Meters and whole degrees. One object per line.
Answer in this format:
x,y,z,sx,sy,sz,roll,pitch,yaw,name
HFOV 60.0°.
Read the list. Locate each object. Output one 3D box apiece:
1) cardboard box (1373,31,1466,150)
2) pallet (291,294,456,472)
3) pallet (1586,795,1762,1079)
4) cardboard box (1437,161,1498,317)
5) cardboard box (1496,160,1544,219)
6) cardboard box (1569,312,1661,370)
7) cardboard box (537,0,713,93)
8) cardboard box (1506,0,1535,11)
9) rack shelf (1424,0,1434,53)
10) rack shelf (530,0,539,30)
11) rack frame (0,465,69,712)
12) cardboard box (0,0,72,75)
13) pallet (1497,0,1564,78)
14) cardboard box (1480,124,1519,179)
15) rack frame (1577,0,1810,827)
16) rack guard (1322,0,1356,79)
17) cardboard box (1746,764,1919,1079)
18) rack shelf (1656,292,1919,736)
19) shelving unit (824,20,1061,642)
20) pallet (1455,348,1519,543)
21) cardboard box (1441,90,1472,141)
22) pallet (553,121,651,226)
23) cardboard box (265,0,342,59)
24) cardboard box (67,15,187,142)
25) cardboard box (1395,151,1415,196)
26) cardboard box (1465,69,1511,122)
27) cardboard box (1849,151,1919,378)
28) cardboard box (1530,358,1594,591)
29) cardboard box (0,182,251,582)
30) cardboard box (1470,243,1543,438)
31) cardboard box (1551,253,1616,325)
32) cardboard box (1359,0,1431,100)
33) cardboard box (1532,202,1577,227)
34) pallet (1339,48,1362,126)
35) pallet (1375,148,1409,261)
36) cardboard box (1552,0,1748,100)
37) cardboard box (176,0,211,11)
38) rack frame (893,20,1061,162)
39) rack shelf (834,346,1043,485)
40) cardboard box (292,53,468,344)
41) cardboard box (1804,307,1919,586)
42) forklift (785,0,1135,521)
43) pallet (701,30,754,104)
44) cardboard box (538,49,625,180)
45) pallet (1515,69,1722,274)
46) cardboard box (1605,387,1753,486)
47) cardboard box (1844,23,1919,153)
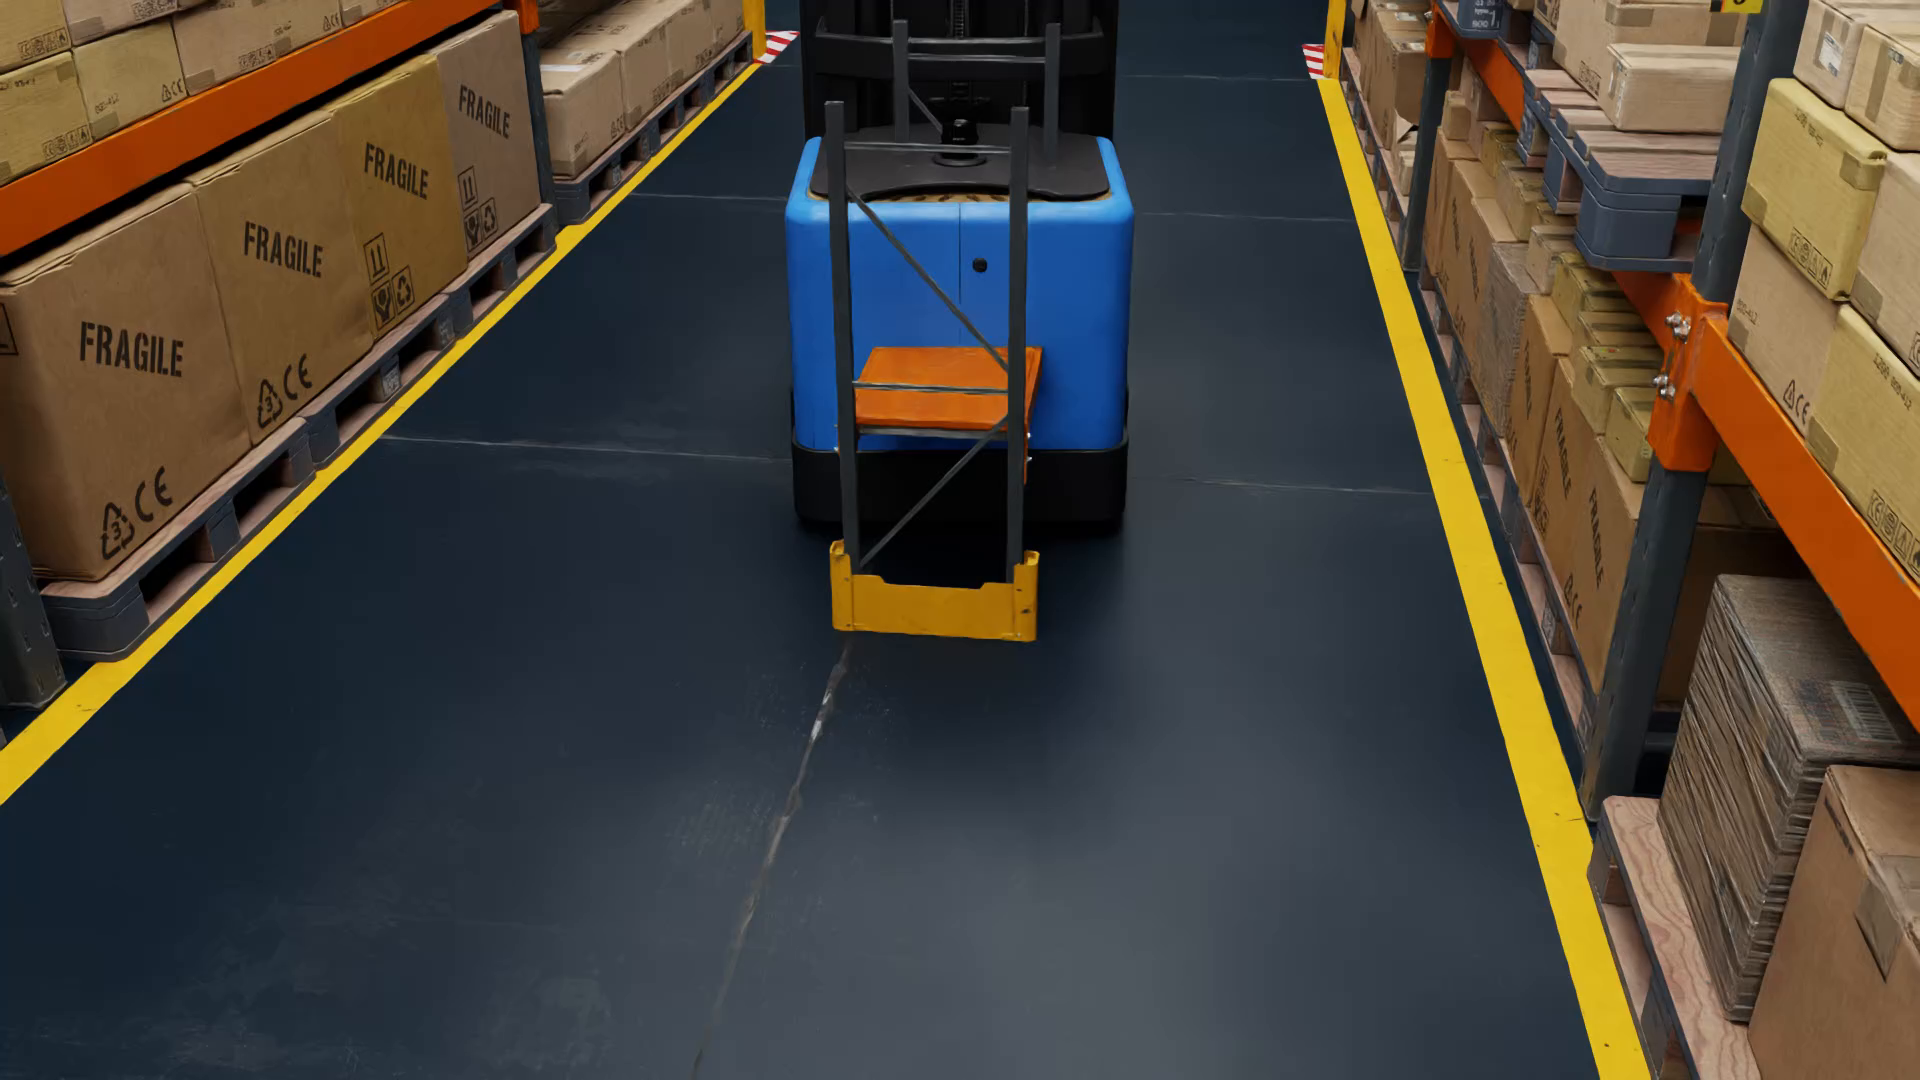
2.546,-2.315,8.578,0.700,0.500,0.500,2,28,4,cardboard box
-2.598,-0.635,6.206,1.003,0.211,1.213,3,28,6,pallet
1.866,0.977,3.215,1.003,0.211,1.213,3,28,6,pallet
2.158,-1.138,6.392,0.500,0.500,0.500,3,28,6,cardboard box
2.123,-1.234,5.887,0.380,0.149,0.250,3,28,6,cardboard box
1.894,-0.505,4.534,0.380,0.149,0.250,2,28,5,cardboard box
-2.026,-2.998,9.911,0.875,0.438,0.875,4,29,8,cardboard box
2.055,-1.920,5.103,0.700,0.500,0.500,3,28,6,cardboard box
2.741,-3.144,8.682,1.077,0.370,4.000,3,28,6,rack shelf
-2.186,-3.431,9.214,1.077,0.370,4.000,3,28,6,rack shelf
-2.921,-0.923,3.801,1.000,3.000,0.127,3,28,6,rack frame
-2.614,-1.301,4.134,0.500,0.250,0.500,3,28,6,cardboard box
2.239,-1.468,5.014,1.003,0.211,1.213,3,28,6,pallet
2.210,-1.479,6.342,0.380,0.149,0.250,2,28,4,cardboard box
2.006,-0.636,3.269,1.000,3.000,0.127,3,28,6,rack frame
2.977,-3.266,10.785,1.175,0.500,0.348,3,28,6,rack guard
1.843,0.825,2.617,0.875,0.625,0.625,4,29,8,cardboard box
1.761,0.622,1.692,1.077,0.370,4.000,3,28,6,rack shelf
-0.012,-0.641,4.855,0.587,1.500,1.083,3,28,7,shelving unit
2.287,-0.331,5.641,1.003,0.211,1.213,3,28,6,pallet
2.188,-1.736,6.818,0.380,0.149,0.250,5,29,9,cardboard box
-2.260,-1.932,8.613,1.003,0.211,1.213,3,28,6,pallet
-2.439,-1.795,5.577,0.500,0.250,0.500,3,28,6,cardboard box
-2.566,-1.315,4.687,0.500,0.250,0.500,3,28,5,cardboard box
2.273,-1.728,7.858,0.380,0.149,0.250,3,28,5,cardboard box
2.203,-1.742,6.515,0.380,0.149,0.250,2,28,4,cardboard box
1.646,-0.360,2.387,0.500,0.250,0.500,4,29,8,cardboard box
1.916,-0.167,4.591,0.500,0.500,0.500,3,28,5,cardboard box
-2.754,-0.493,4.800,0.875,0.875,0.875,3,28,6,cardboard box
2.022,-0.659,5.504,0.500,0.500,0.500,2,28,4,cardboard box
2.001,-0.744,4.978,0.380,0.149,0.250,3,28,5,cardboard box
2.674,-2.804,9.485,0.700,0.500,0.500,4,29,8,cardboard box
2.086,-0.989,5.432,0.380,0.149,0.250,3,29,6,cardboard box
2.880,-2.763,10.157,1.003,0.211,1.213,3,28,6,pallet
2.581,-1.615,8.025,1.003,0.211,1.213,3,28,6,pallet
1.814,-1.271,4.161,0.500,0.250,0.500,2,28,4,cardboard box
-2.476,-1.778,5.019,0.500,0.250,0.500,3,28,6,cardboard box
0.053,-0.875,5.291,0.500,1.500,0.032,3,28,7,rack frame
-0.012,-0.478,4.932,0.538,0.185,1.000,3,28,7,rack shelf
-2.530,-1.333,6.360,0.875,0.875,0.875,4,29,8,cardboard box
1.642,-0.139,2.504,0.500,0.250,0.500,3,28,5,cardboard box
-0.005,-2.003,5.878,1.130,2.935,3.031,0,28,0,forklift
-1.961,-3.080,10.745,1.003,0.211,1.213,3,28,6,pallet
-2.248,-2.152,8.341,0.875,0.438,0.875,3,28,5,cardboard box
2.019,-0.875,3.914,1.213,0.211,1.003,3,28,6,pallet
1.815,-0.254,4.067,0.380,0.149,0.250,2,28,4,cardboard box
1.643,-0.707,2.611,0.380,0.149,0.250,4,29,7,cardboard box
